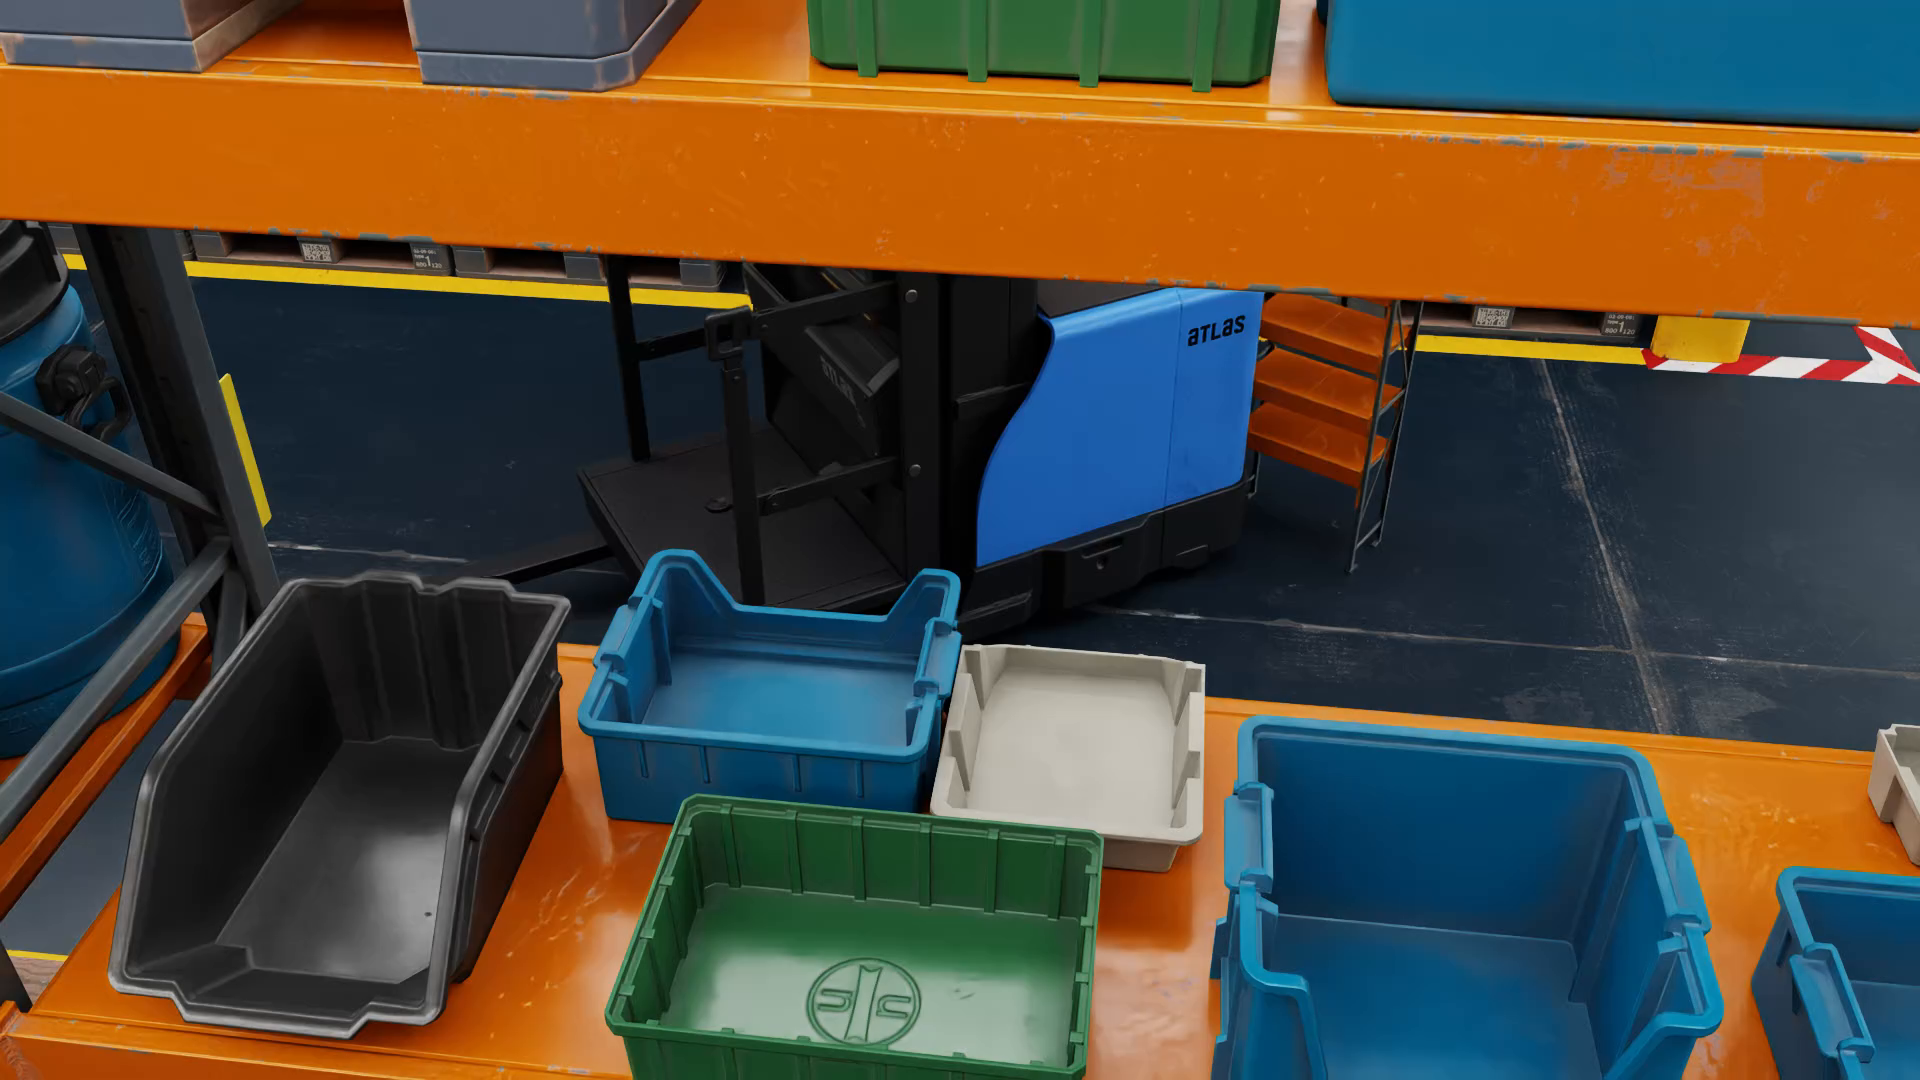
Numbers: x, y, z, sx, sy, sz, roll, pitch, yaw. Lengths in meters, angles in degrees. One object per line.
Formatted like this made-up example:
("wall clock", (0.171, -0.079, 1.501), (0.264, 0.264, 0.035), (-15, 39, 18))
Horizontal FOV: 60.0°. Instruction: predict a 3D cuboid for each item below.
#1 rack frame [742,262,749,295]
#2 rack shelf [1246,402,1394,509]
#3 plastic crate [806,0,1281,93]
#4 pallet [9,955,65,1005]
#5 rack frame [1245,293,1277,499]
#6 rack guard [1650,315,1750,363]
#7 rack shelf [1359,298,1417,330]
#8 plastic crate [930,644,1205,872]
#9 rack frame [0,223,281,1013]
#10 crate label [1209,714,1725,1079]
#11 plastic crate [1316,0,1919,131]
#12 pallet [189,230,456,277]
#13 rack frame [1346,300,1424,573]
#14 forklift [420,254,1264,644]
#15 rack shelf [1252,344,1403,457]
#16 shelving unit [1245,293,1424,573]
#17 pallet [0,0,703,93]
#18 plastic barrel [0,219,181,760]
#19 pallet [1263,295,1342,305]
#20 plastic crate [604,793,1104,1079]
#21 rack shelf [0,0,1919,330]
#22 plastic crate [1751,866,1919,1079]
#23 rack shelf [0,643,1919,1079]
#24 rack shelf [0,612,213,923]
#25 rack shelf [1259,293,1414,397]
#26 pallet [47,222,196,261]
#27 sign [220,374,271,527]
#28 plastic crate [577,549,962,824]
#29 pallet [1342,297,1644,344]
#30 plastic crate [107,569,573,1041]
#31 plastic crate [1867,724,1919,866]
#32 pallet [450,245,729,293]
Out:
("rack frame", (-0.813, -2.574, 6.774), (0.127, 3.000, 1.000), (4, 36, 6))
("rack shelf", (1.183, -0.303, 5.600), (0.480, 0.148, 0.258), (24, 42, 29))
("plastic crate", (0.086, -0.581, 1.582), (0.450, 0.188, 0.336), (4, 36, 6))
("pallet", (-2.228, 1.379, 3.636), (1.213, 0.211, 1.003), (4, 36, 6))
("rack frame", (0.988, -0.605, 5.566), (0.015, 1.200, 0.240), (24, 42, 29))
("rack guard", (3.079, -1.266, 7.093), (0.348, 0.500, 1.175), (4, 36, 6))
("rack shelf", (1.183, -0.840, 5.217), (0.480, 0.148, 0.258), (24, 42, 29))
("plastic crate", (0.199, 0.362, 2.888), (0.437, 0.136, 0.530), (4, 36, 6))
("rack frame", (-1.444, 0.280, 2.775), (0.127, 3.000, 1.000), (4, 36, 6))
("crate label", (0.663, 0.581, 2.323), (0.616, 0.435, 0.502), (4, 36, 6))
("plastic crate", (0.593, -0.606, 1.449), (0.575, 0.384, 0.392), (4, 36, 6))
("pallet", (-2.799, -1.584, 7.788), (1.213, 0.211, 1.003), (4, 36, 6))
("rack frame", (1.377, -0.434, 5.326), (0.015, 1.200, 0.240), (24, 42, 29))
("forklift", (-0.591, -0.992, 4.617), (3.031, 2.935, 1.130), (-17, 39, -23))
("rack shelf", (1.183, -0.465, 5.485), (0.480, 0.148, 0.258), (24, 42, 29))
("shelving unit", (1.183, -0.520, 5.446), (0.503, 1.200, 0.258), (24, 42, 29))
("pallet", (-0.716, -0.867, 1.963), (1.003, 0.211, 1.213), (4, 36, 6))
("plastic barrel", (-1.789, -0.127, 2.914), (0.708, 0.901, 0.600), (4, 36, 6))
("pallet", (1.071, -1.321, 7.419), (1.213, 0.211, 1.003), (4, 36, 6))
("plastic crate", (-0.134, 0.629, 2.468), (0.662, 0.188, 0.450), (4, 36, 6))
("rack shelf", (0.539, -0.500, 1.906), (4.000, 0.370, 1.077), (4, 36, 6))
("plastic crate", (1.345, 0.721, 2.286), (0.408, 0.251, 0.499), (4, 36, 6))
("rack shelf", (0.539, 0.721, 2.777), (4.000, 0.370, 1.077), (4, 36, 6))
("rack shelf", (-3.428, 0.425, 3.192), (4.000, 0.370, 1.077), (4, 36, 6))
("rack shelf", (1.183, -0.647, 5.355), (0.480, 0.148, 0.258), (24, 42, 29))
("pallet", (-4.006, -1.676, 7.917), (1.213, 0.211, 1.003), (4, 36, 6))
("sign", (-1.363, -0.149, 3.138), (0.005, 0.325, 0.100), (4, 36, 6))
("plastic crate", (-0.312, 0.266, 2.923), (0.616, 0.251, 0.499), (4, 36, 6))
("pallet", (2.277, -1.229, 7.290), (1.213, 0.211, 1.003), (4, 36, 6))
("plastic crate", (-0.941, 0.417, 2.637), (0.504, 0.338, 0.767), (4, 36, 6))
("plastic crate", (1.677, 0.432, 2.790), (0.250, 0.136, 0.298), (4, 36, 6))
("pallet", (-1.586, -1.496, 7.664), (1.213, 0.211, 1.003), (4, 36, 6))
